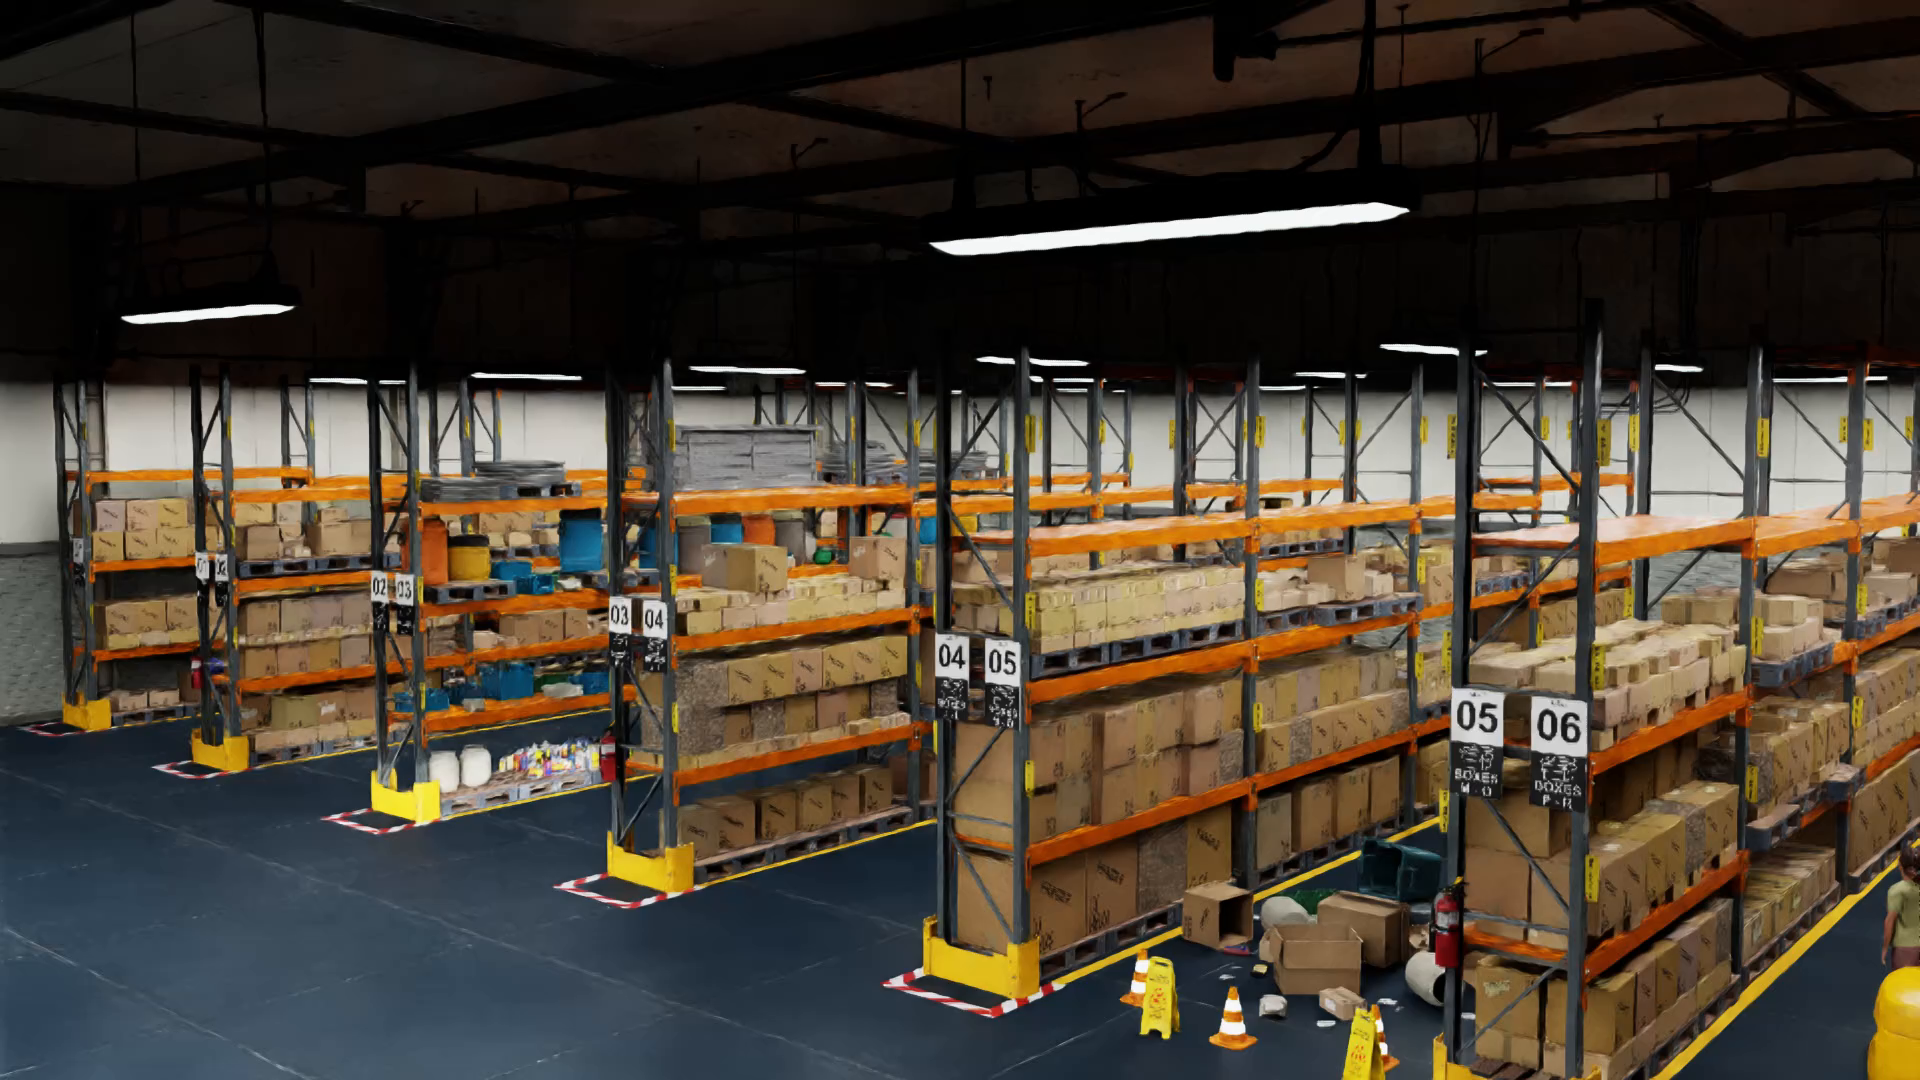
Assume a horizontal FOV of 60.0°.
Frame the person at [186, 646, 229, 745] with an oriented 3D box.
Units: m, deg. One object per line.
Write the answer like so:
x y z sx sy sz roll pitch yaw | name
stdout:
-11.936 2.442 26.570 0.450 1.572 1.089 3 5 38 | person

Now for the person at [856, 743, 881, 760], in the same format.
-1.355 2.496 25.297 0.531 1.671 0.528 -2 4 -20 | person

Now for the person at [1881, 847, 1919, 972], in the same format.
7.744 3.330 13.626 0.560 1.668 0.569 -1 4 -18 | person
